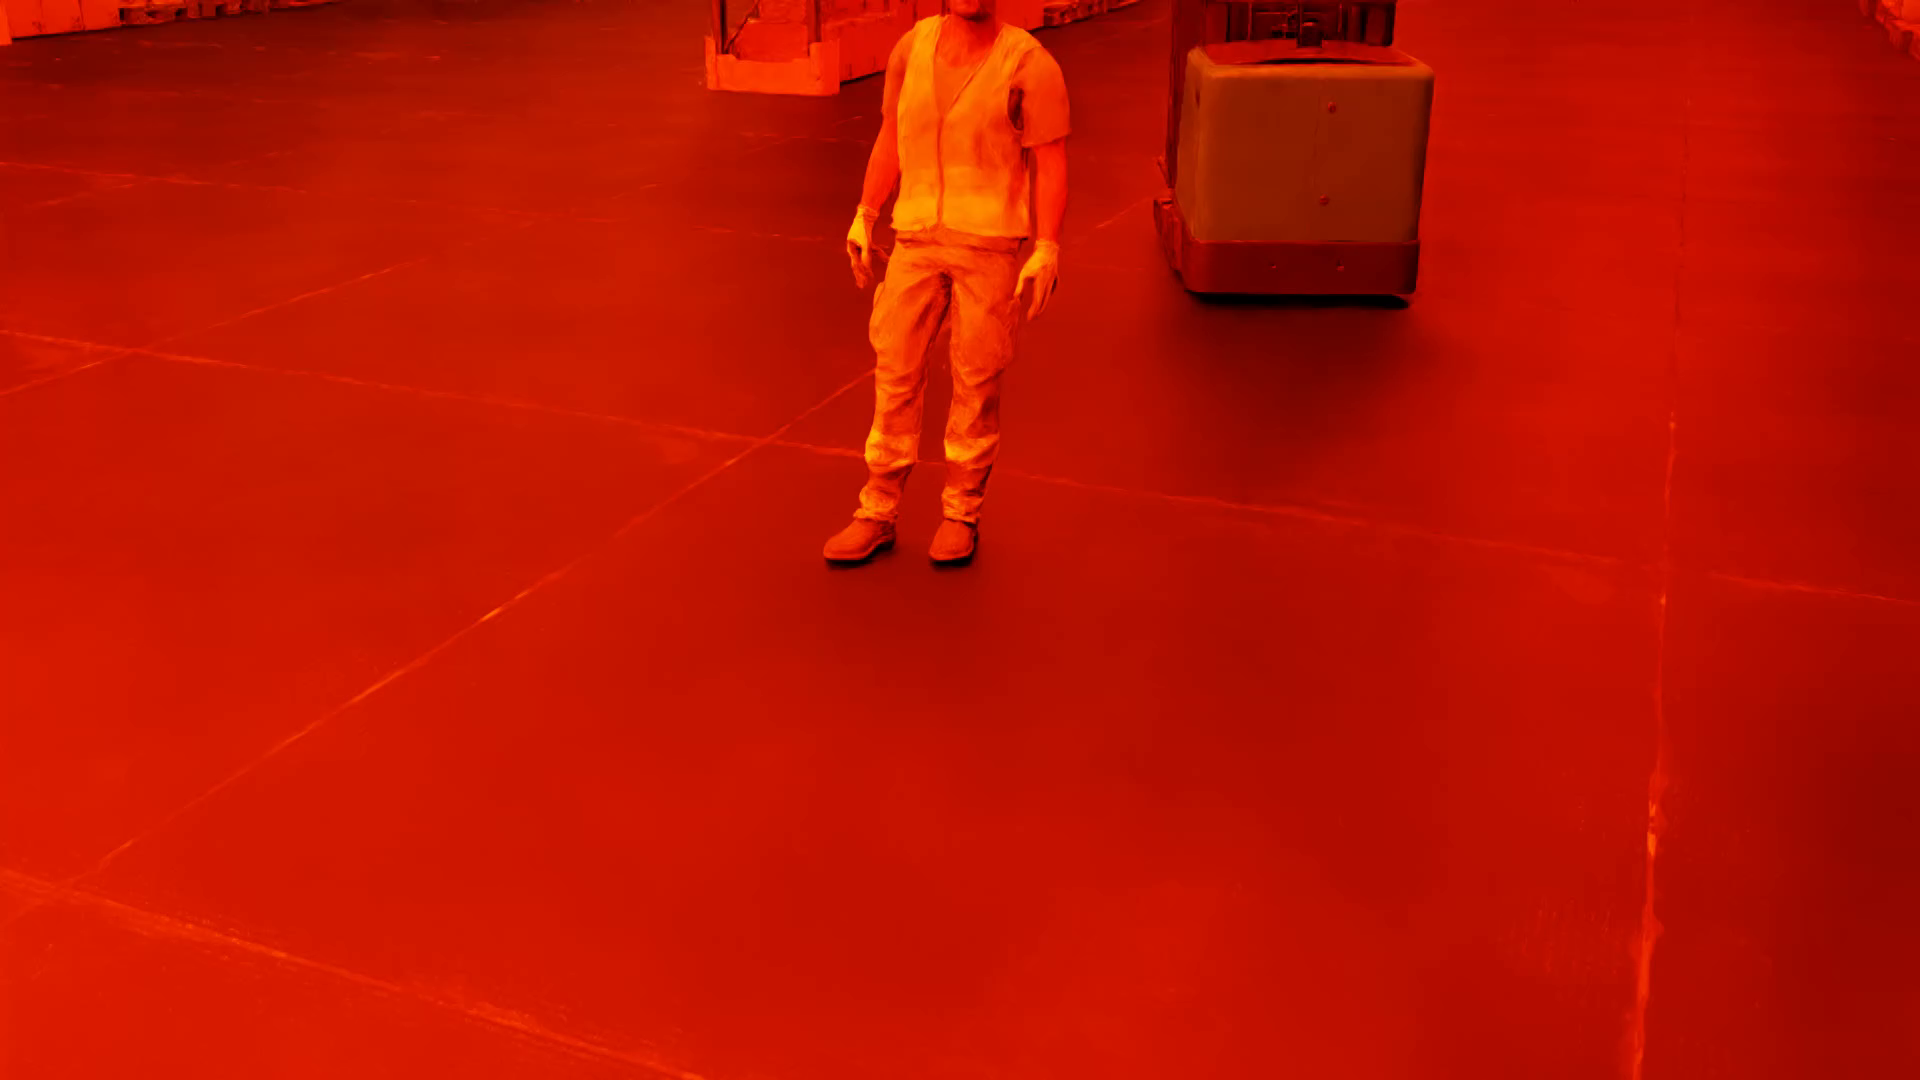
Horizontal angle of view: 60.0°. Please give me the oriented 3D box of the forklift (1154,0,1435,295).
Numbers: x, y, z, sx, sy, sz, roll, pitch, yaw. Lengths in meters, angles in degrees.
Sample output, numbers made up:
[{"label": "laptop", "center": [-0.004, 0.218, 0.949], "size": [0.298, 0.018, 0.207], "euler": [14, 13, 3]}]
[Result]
[{"label": "forklift", "center": [1.633, -2.993, 8.452], "size": [1.130, 2.935, 3.031], "euler": [1, 23, 2]}]

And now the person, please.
[{"label": "person", "center": [-0.041, -0.803, 4.681], "size": [0.637, 1.783, 0.563], "euler": [9, 24, 21]}]
